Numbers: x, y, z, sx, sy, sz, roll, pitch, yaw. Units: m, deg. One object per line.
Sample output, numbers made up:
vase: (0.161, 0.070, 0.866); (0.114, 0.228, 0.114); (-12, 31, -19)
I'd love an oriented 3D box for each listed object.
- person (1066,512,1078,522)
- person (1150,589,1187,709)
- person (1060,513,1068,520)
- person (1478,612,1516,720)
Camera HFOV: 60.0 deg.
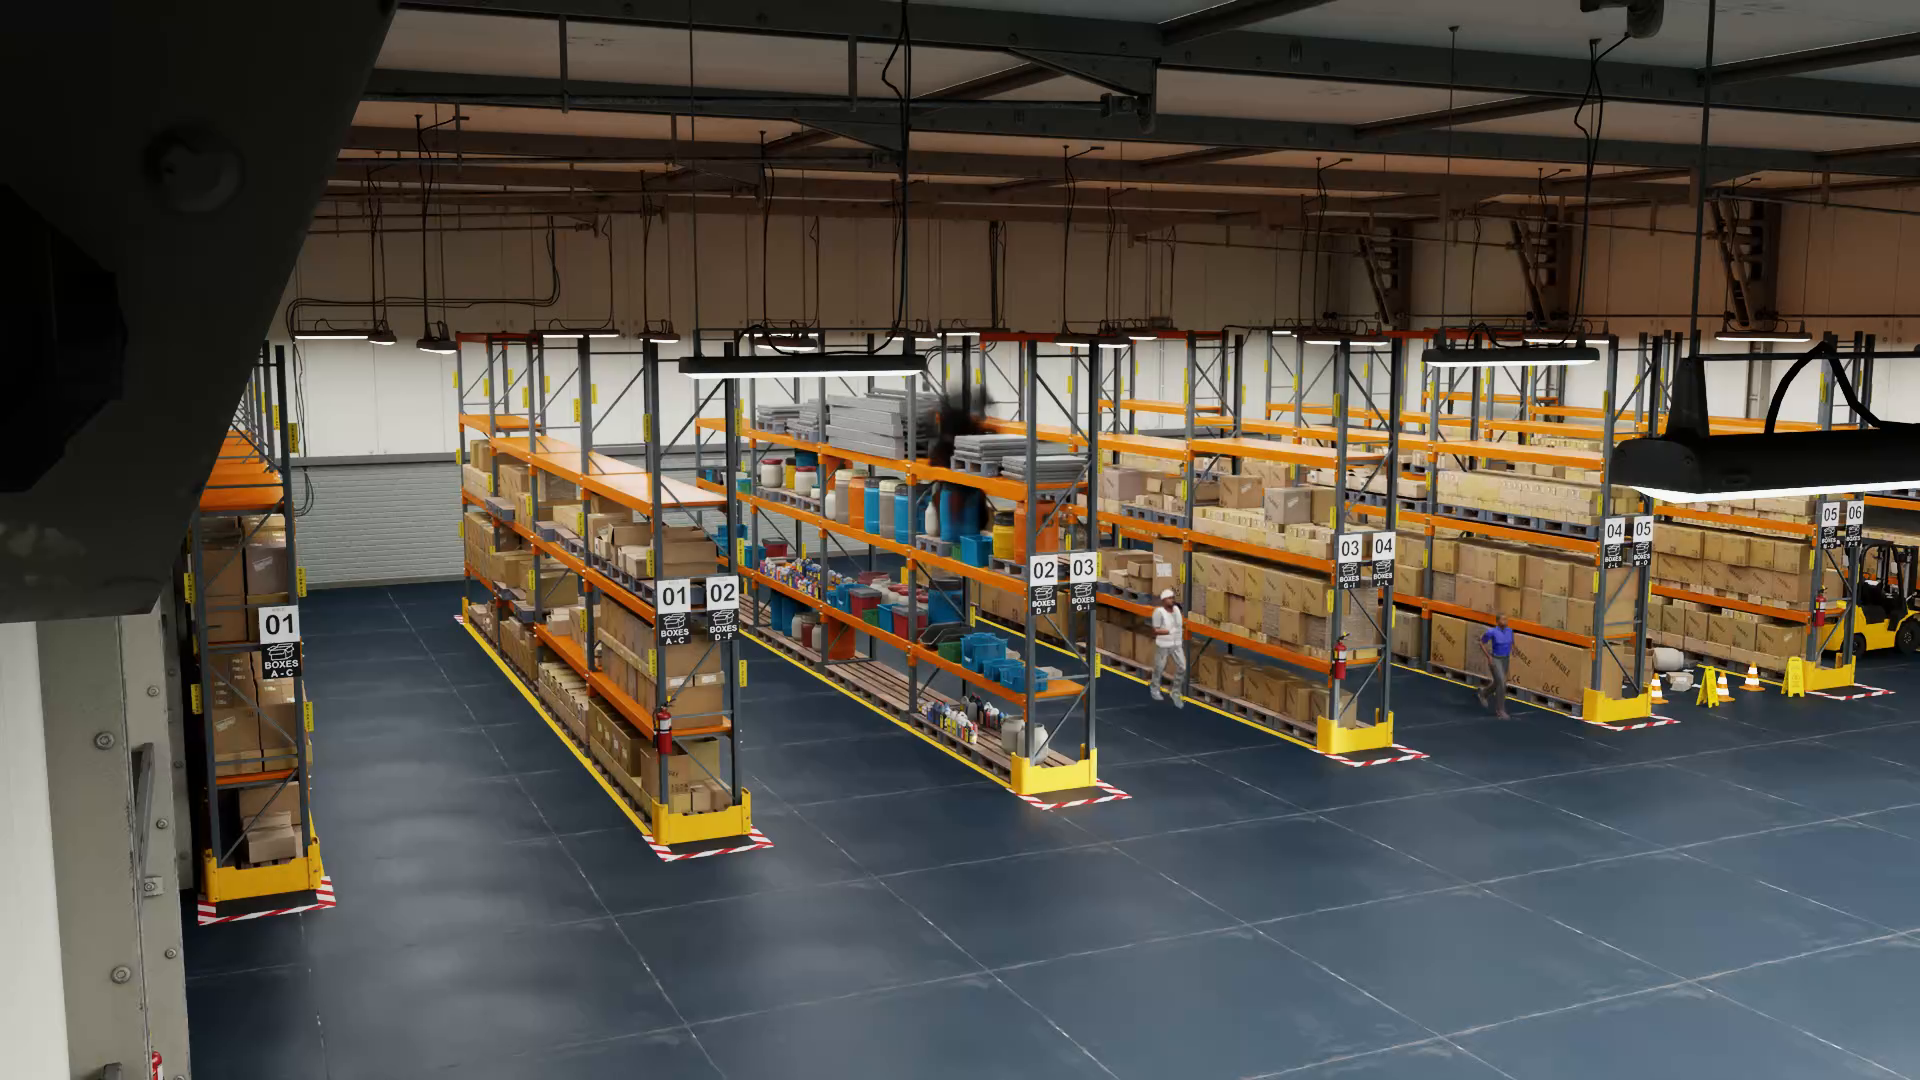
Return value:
person: (2.757, -0.045, 41.616); (0.804, 1.664, 0.699); (-6, 10, -38)
person: (3.275, 1.701, 25.871); (0.667, 1.878, 0.719); (-4, 9, -29)
person: (2.487, 0.108, 40.646); (0.575, 1.512, 0.529); (1, 8, 8)
person: (8.531, 1.968, 26.421); (0.573, 1.693, 0.787); (-3, 8, -22)
